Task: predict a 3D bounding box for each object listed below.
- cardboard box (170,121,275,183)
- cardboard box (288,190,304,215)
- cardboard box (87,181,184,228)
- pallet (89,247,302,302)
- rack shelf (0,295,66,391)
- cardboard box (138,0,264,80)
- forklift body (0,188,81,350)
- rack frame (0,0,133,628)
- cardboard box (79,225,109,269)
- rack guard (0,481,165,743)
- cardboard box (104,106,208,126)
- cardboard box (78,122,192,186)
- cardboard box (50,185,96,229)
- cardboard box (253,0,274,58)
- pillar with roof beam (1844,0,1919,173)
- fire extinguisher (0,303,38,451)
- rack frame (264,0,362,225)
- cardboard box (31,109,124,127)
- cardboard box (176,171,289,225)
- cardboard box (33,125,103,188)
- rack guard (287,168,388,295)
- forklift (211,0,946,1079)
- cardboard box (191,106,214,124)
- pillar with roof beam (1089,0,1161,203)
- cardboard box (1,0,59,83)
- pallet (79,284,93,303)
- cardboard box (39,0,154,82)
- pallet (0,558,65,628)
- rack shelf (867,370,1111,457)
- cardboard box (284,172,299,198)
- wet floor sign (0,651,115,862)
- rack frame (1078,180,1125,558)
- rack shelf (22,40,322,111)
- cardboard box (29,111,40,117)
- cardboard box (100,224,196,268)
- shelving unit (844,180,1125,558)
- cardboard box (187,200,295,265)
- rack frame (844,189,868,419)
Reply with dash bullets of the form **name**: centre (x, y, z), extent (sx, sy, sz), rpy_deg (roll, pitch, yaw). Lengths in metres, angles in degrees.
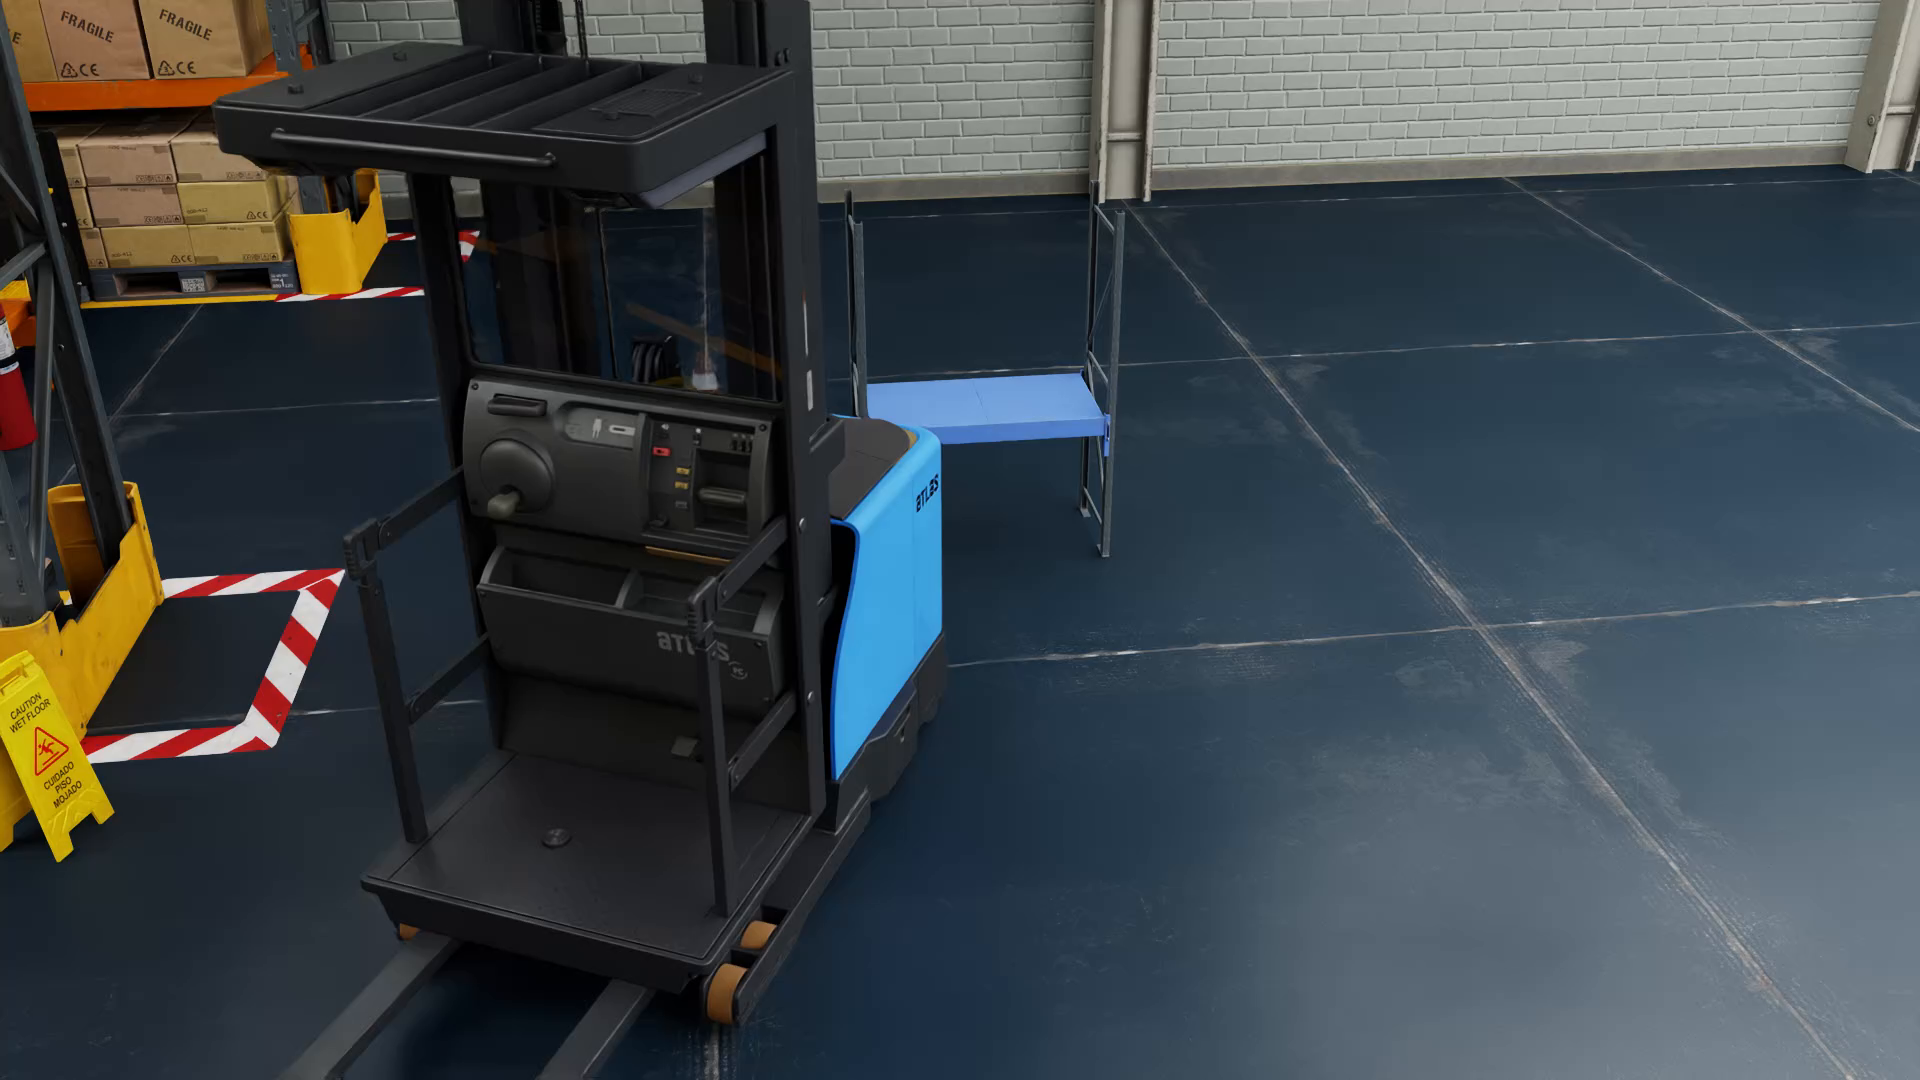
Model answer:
- **cardboard box**: centre (-4.377, -2.337, 9.976), extent (0.500, 0.250, 0.500), rpy_deg (-3, 27, -5)
- **cardboard box**: centre (-4.478, -2.120, 10.648), extent (0.500, 0.250, 0.500), rpy_deg (-4, 27, -7)
- **cardboard box**: centre (-4.901, -2.086, 10.034), extent (0.500, 0.250, 0.500), rpy_deg (-4, 27, -8)
- **pallet**: centre (-4.716, -1.791, 10.509), extent (1.213, 0.211, 1.003), rpy_deg (-4, 27, -7)
- **rack shelf**: centre (-5.250, -0.408, 5.548), extent (4.000, 0.370, 1.077), rpy_deg (-4, 27, -7)
- **cardboard box**: centre (-4.416, -2.994, 9.689), extent (0.500, 0.500, 0.500), rpy_deg (-4, 27, -8)
- **forklift body**: centre (-5.588, -1.776, 8.356), extent (1.214, 2.155, 2.313), rpy_deg (-4, 27, -7)
- **rack frame**: centre (-3.270, -0.856, 5.632), extent (0.127, 3.000, 1.000), rpy_deg (-4, 27, -7)
- **cardboard box**: centre (-5.377, -1.835, 10.092), extent (0.500, 0.250, 0.500), rpy_deg (-3, 27, -7)
- **rack guard**: centre (-3.345, 0.261, 6.193), extent (0.348, 0.500, 1.175), rpy_deg (-4, 27, -7)
- **cardboard box**: centre (-4.961, -2.529, 10.350), extent (0.500, 0.250, 0.500), rpy_deg (-4, 27, -7)
- **cardboard box**: centre (-4.882, -2.302, 9.908), extent (0.500, 0.250, 0.500), rpy_deg (-3, 27, -6)
- **cardboard box**: centre (-5.410, -2.044, 9.951), extent (0.500, 0.250, 0.500), rpy_deg (-4, 27, -8)
- **cardboard box**: centre (-4.494, -3.238, 10.165), extent (0.500, 0.500, 0.500), rpy_deg (-3, 27, -5)
- **pillar with roof beam**: centre (7.703, -4.949, 7.037), extent (0.400, 9.000, 9.100), rpy_deg (-4, 27, -7)
- **fire extinguisher**: centre (-3.092, -0.620, 5.258), extent (0.183, 0.674, 0.296), rpy_deg (-4, 27, -7)
- **rack frame**: centre (-3.965, -3.099, 10.004), extent (0.127, 3.000, 1.000), rpy_deg (-4, 27, -7)
- **cardboard box**: centre (-5.458, -2.502, 10.298), extent (0.500, 0.250, 0.500), rpy_deg (-4, 27, -7)
- **cardboard box**: centre (-4.403, -2.113, 10.086), extent (0.500, 0.250, 0.500), rpy_deg (-4, 27, -8)
- **cardboard box**: centre (-5.381, -2.266, 9.836), extent (0.500, 0.250, 0.500), rpy_deg (-3, 27, -6)
- **rack guard**: centre (-3.941, -1.989, 10.578), extent (0.348, 0.500, 1.175), rpy_deg (-4, 27, -7)
- **forklift**: centre (-1.012, -0.167, 4.364), extent (1.130, 2.935, 3.031), rpy_deg (9, 28, 17)
- **cardboard box**: centre (-4.467, -2.563, 10.415), extent (0.500, 0.250, 0.500), rpy_deg (-4, 27, -8)
- **pillar with roof beam**: centre (1.761, -4.567, 6.294), extent (0.400, 9.000, 9.100), rpy_deg (-4, 27, -7)
- **cardboard box**: centre (-5.438, -2.932, 9.569), extent (0.500, 0.500, 0.500), rpy_deg (-4, 27, -8)
- **pallet**: centre (-5.922, -1.715, 10.361), extent (1.213, 0.211, 1.003), rpy_deg (-4, 27, -7)
- **cardboard box**: centre (-4.931, -2.965, 9.633), extent (0.500, 0.500, 0.500), rpy_deg (-3, 27, -5)
- **pallet**: centre (-4.154, 0.426, 6.189), extent (1.213, 0.211, 1.003), rpy_deg (-4, 27, -7)
- **rack shelf**: centre (0.084, -0.513, 7.000), extent (1.000, 0.185, 0.538), rpy_deg (-4, 27, -7)
- **cardboard box**: centre (-4.459, -2.349, 10.547), extent (0.500, 0.250, 0.500), rpy_deg (-3, 27, -6)
- **wet floor sign**: centre (-2.932, 0.664, 5.250), extent (0.232, 0.644, 0.267), rpy_deg (6, 28, 11)
- **rack frame**: centre (0.588, -0.705, 6.981), extent (0.032, 1.500, 0.500), rpy_deg (-4, 27, -7)
- **rack shelf**: centre (-5.945, -2.652, 9.921), extent (4.000, 0.370, 1.077), rpy_deg (-4, 27, -7)
- **cardboard box**: centre (-5.967, -2.473, 10.240), extent (0.500, 0.250, 0.500), rpy_deg (-4, 27, -8)
- **cardboard box**: centre (-4.880, -1.863, 10.146), extent (0.500, 0.250, 0.500), rpy_deg (-4, 27, -7)
- **shelving unit**: centre (0.084, -0.673, 6.918), extent (1.048, 1.500, 0.538), rpy_deg (-4, 27, -7)
- **cardboard box**: centre (-4.386, -1.890, 10.200), extent (0.500, 0.250, 0.500), rpy_deg (-3, 27, -7)
- **rack frame**: centre (-0.419, -0.640, 6.855), extent (0.032, 1.500, 0.500), rpy_deg (-4, 27, -7)
